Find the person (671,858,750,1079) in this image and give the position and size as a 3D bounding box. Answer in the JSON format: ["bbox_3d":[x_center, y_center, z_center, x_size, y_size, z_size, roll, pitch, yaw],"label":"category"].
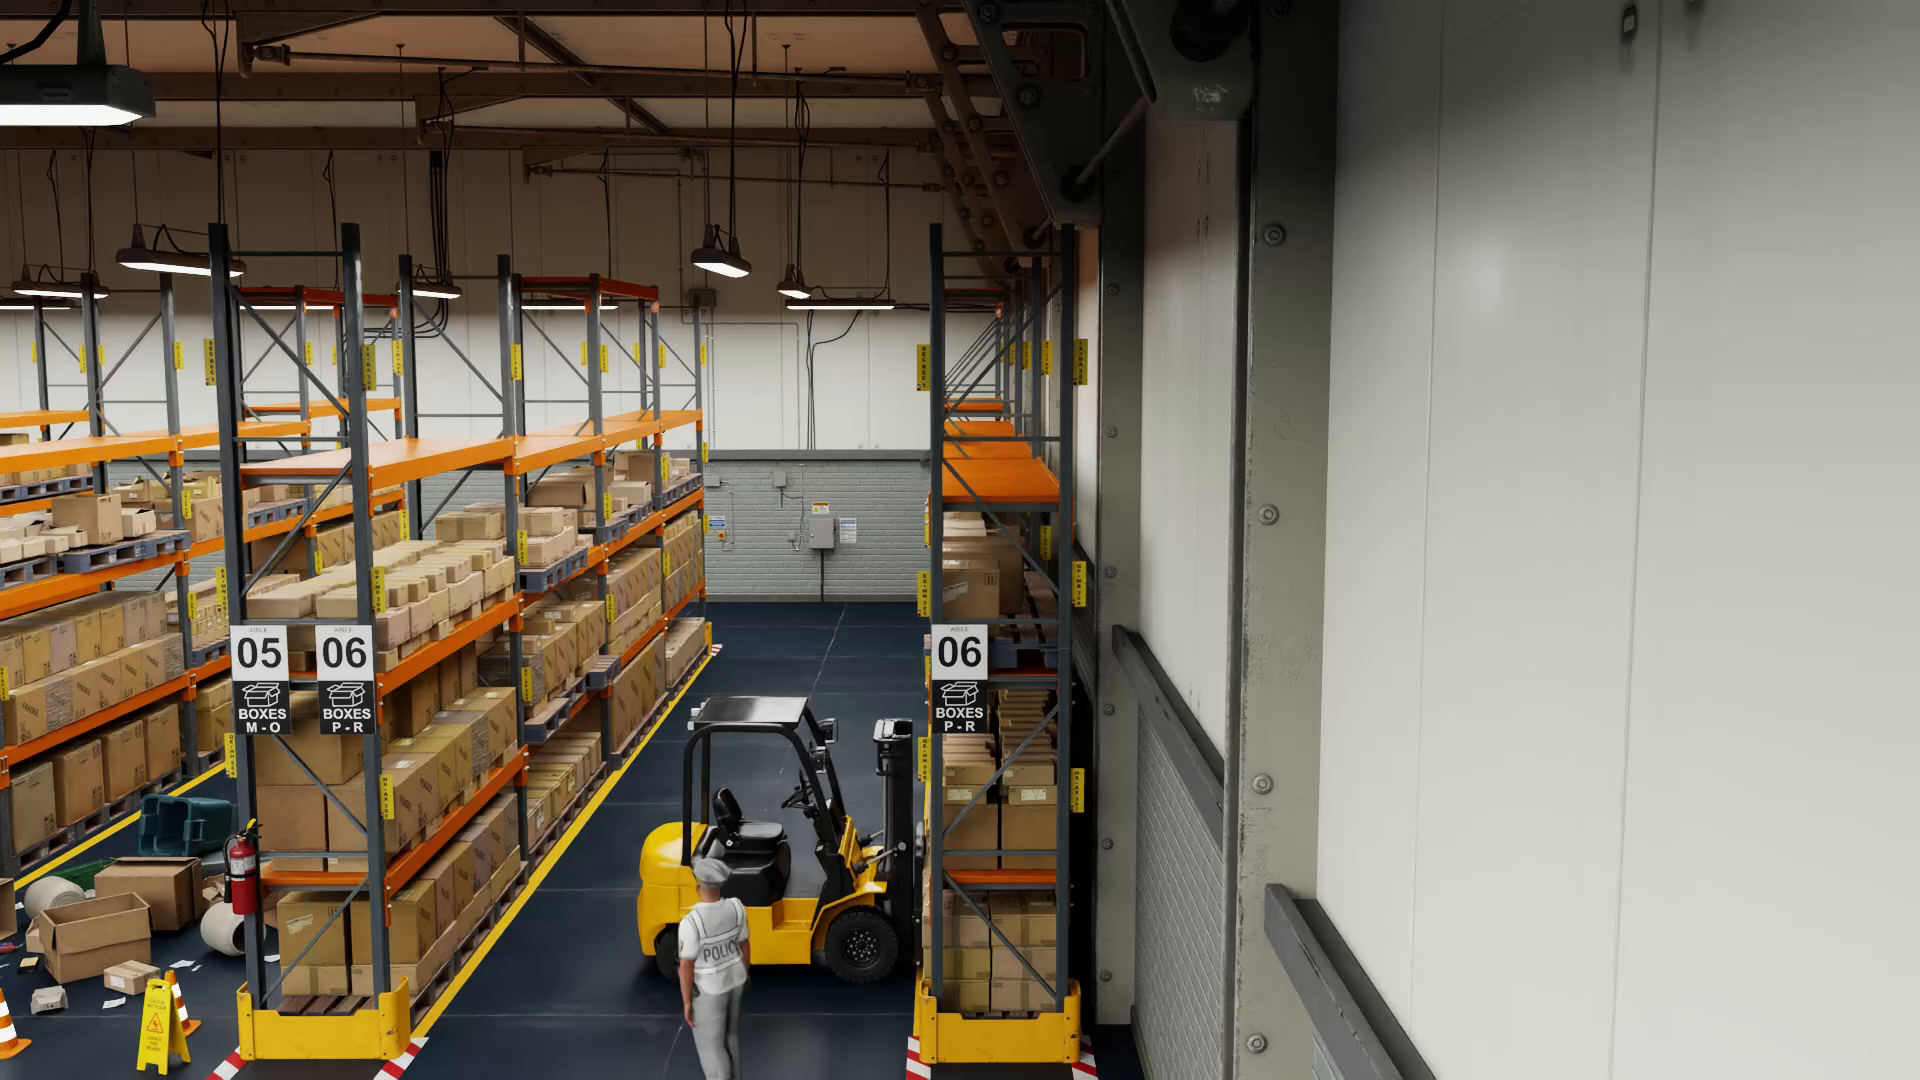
[{"bbox_3d":[-1.647,2.999,11.145,0.445,1.800,0.657,4,8,28],"label":"person"}]
